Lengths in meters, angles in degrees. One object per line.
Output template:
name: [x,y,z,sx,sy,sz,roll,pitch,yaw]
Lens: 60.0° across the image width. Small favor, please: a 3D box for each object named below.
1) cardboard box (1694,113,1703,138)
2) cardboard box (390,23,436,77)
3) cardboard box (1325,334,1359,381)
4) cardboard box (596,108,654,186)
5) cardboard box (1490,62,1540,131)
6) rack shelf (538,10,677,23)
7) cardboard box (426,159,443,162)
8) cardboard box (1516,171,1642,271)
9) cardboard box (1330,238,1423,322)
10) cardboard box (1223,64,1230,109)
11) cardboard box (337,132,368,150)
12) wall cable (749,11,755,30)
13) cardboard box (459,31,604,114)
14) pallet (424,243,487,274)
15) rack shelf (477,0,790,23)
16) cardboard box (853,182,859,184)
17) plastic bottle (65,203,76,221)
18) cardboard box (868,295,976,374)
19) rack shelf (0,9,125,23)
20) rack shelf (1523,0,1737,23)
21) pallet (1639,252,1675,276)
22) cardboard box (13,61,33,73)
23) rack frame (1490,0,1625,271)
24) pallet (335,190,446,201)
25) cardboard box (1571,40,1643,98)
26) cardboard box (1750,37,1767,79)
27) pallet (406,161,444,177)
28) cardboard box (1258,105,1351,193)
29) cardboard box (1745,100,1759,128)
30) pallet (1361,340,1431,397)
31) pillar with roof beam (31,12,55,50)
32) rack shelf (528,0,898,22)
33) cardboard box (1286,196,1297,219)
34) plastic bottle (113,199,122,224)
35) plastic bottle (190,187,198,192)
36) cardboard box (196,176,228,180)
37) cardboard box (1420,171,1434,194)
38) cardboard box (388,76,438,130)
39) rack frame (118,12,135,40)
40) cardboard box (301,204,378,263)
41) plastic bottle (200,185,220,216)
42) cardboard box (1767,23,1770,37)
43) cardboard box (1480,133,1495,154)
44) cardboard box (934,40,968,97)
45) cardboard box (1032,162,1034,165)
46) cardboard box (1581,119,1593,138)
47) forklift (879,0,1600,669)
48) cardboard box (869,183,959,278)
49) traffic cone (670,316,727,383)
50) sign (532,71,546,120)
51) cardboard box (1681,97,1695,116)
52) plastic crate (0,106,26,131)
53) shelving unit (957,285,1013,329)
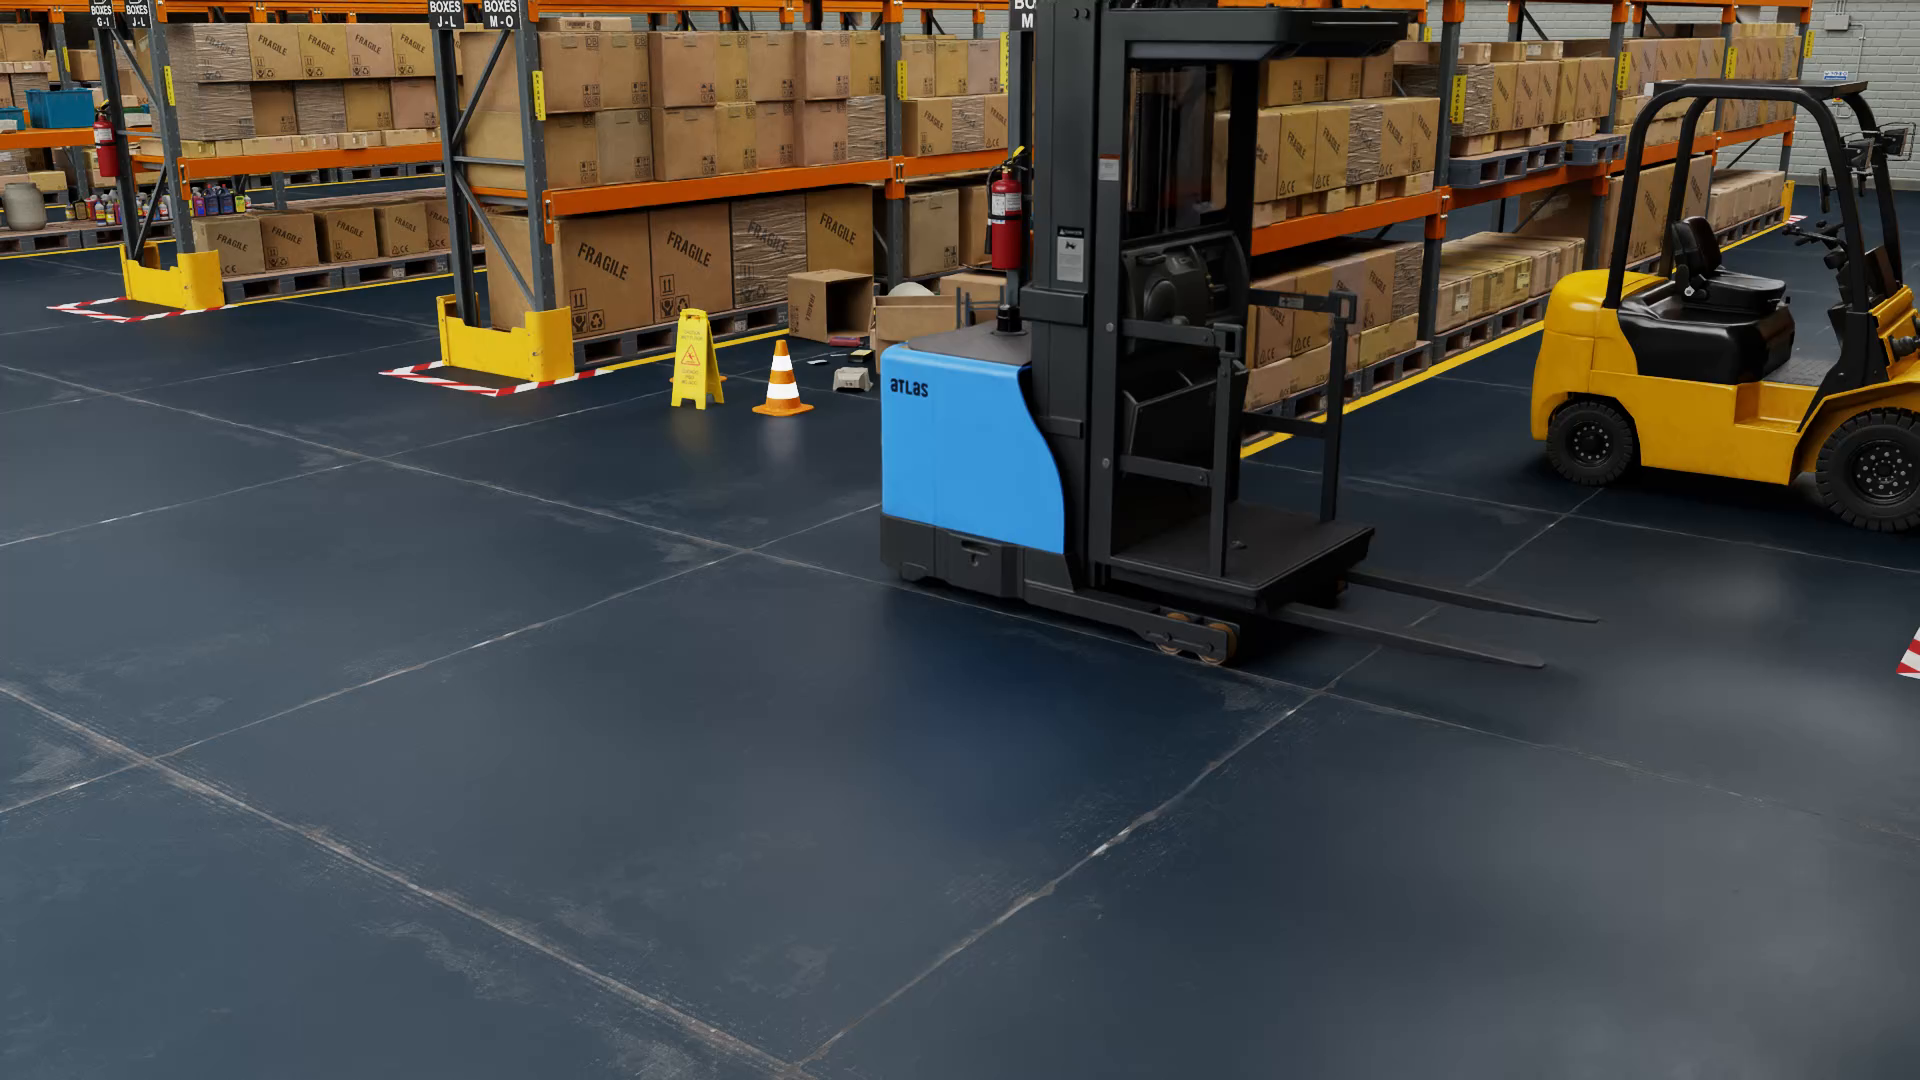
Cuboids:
cardboard box: [7.483,-4.364,17.493,0.500,0.250,0.500,12,21,34]
cardboard box: [-5.516,-4.828,16.375,0.500,0.500,0.500,12,21,35]
cardboard box: [2.333,-1.253,11.150,0.500,0.250,0.500,13,21,36]
cardboard box: [-2.839,-3.004,12.606,0.875,0.550,0.550,12,21,35]
cardboard box: [4.198,-3.489,13.043,0.500,0.500,0.500,12,21,34]
rack shelf: [-6.869,-9.776,30.823,1.077,0.370,4.000,12,21,35]
cardboard box: [-9.026,-6.702,28.241,0.500,0.500,0.500,12,21,33]
cardboard box: [5.947,-3.091,16.016,0.875,0.875,0.875,12,21,34]
cardboard box: [2.948,-1.860,11.840,0.500,0.500,0.500,12,21,34]
cardboard box: [1.360,-2.937,10.287,0.700,0.500,0.500,12,21,34]
cardboard box: [-5.924,-3.847,15.999,0.380,0.149,0.250,12,21,35]
wall cable: [-6.001,-12.704,39.216,3.097,2.526,0.112,12,21,35]
cardboard box: [-3.082,-3.370,11.964,0.875,0.550,0.550,12,21,35]
pallet: [-5.245,-3.056,17.730,1.003,0.211,1.213,12,21,35]
rack shelf: [-3.682,-6.120,19.047,1.077,0.370,4.000,12,21,35]
cardboard box: [-2.062,-4.853,21.690,1.225,0.875,0.875,11,21,32]
plastic bottle: [-10.493,-3.865,19.610,0.097,0.201,0.097,0,17,0]
cardboard box: [-0.285,-1.524,12.302,0.797,0.503,0.637,-1,17,-3]
rack shelf: [-15.616,-8.745,27.503,1.077,0.370,4.000,12,21,35]
rack shelf: [6.660,-5.321,16.476,1.077,0.370,4.000,12,21,35]
pallet: [6.726,-2.888,17.187,1.003,0.211,1.213,12,21,35]
cardboard box: [-12.966,-6.502,22.861,0.380,0.149,0.250,12,21,34]
rack frame: [5.468,-3.756,15.280,1.000,3.000,0.127,12,21,35]
pallet: [-7.688,-4.583,22.647,1.003,0.211,1.213,12,21,35]
cardboard box: [5.959,-4.355,15.356,0.500,0.500,0.500,12,21,33]
cardboard box: [8.950,-5.544,19.183,0.500,0.500,0.500,13,21,36]
pallet: [-9.241,-6.387,28.456,1.003,0.211,1.213,12,21,35]
cardboard box: [2.112,-2.472,10.476,0.500,0.500,0.500,12,21,34]
cardboard box: [8.946,-5.058,19.306,0.500,0.500,0.500,13,21,35]
pallet: [2.713,-1.305,12.091,1.003,0.211,1.213,12,21,35]
pillar with roof beam: [-12.436,-10.080,25.531,9.100,9.000,0.400,12,21,35]
rack shelf: [-2.142,-4.266,13.079,1.077,0.370,4.000,12,21,35]
cardboard box: [1.857,-2.080,10.306,0.380,0.149,0.250,13,22,37]
plastic bottle: [-9.755,-3.817,19.316,0.061,0.283,0.133,13,21,36]
plastic bottle: [-9.564,-4.259,20.750,0.152,0.276,0.135,13,22,37]
cardboard box: [-11.472,-5.612,25.185,0.500,0.250,0.500,13,21,36]
cardboard box: [3.138,-2.553,11.830,0.380,0.149,0.250,12,21,34]
cardboard box: [-5.735,-4.398,16.678,0.875,0.500,0.500,12,21,35]
rack frame: [-14.424,-8.133,29.375,1.000,3.000,0.127,12,21,35]
cardboard box: [-6.155,-3.048,16.509,0.500,0.500,0.500,15,23,40]
plastic bottle: [-9.118,-4.124,20.192,0.144,0.351,0.185,11,20,32]
cardboard box: [9.294,-6.003,19.567,0.380,0.149,0.250,13,22,36]
cardboard box: [3.824,-3.017,12.618,0.380,0.149,0.250,13,21,36]
cardboard box: [-0.354,-4.421,15.568,0.700,0.500,0.500,12,21,34]
cardboard box: [0.887,-6.003,25.391,0.875,0.875,0.875,12,21,35]
cardboard box: [5.246,-3.572,14.404,0.380,0.149,0.250,12,21,34]
forklift: [1.106,-1.079,6.775,3.031,2.935,1.130,13,21,36]
cardboard box: [-0.653,-2.944,15.750,1.050,0.750,0.750,12,21,34]
traffic cone: [-1.877,-1.365,11.859,0.336,0.463,0.334,12,21,35]
sign: [-2.892,-3.053,11.423,0.100,0.325,0.005,12,21,35]
cardboard box: [7.189,-4.483,17.031,0.500,0.250,0.500,13,22,36]
plastic crate: [-10.785,-4.731,18.673,0.499,0.251,0.408,12,21,35]
shelving unit: [0.121,-0.661,8.347,0.258,1.200,0.189,-4,18,-12]
